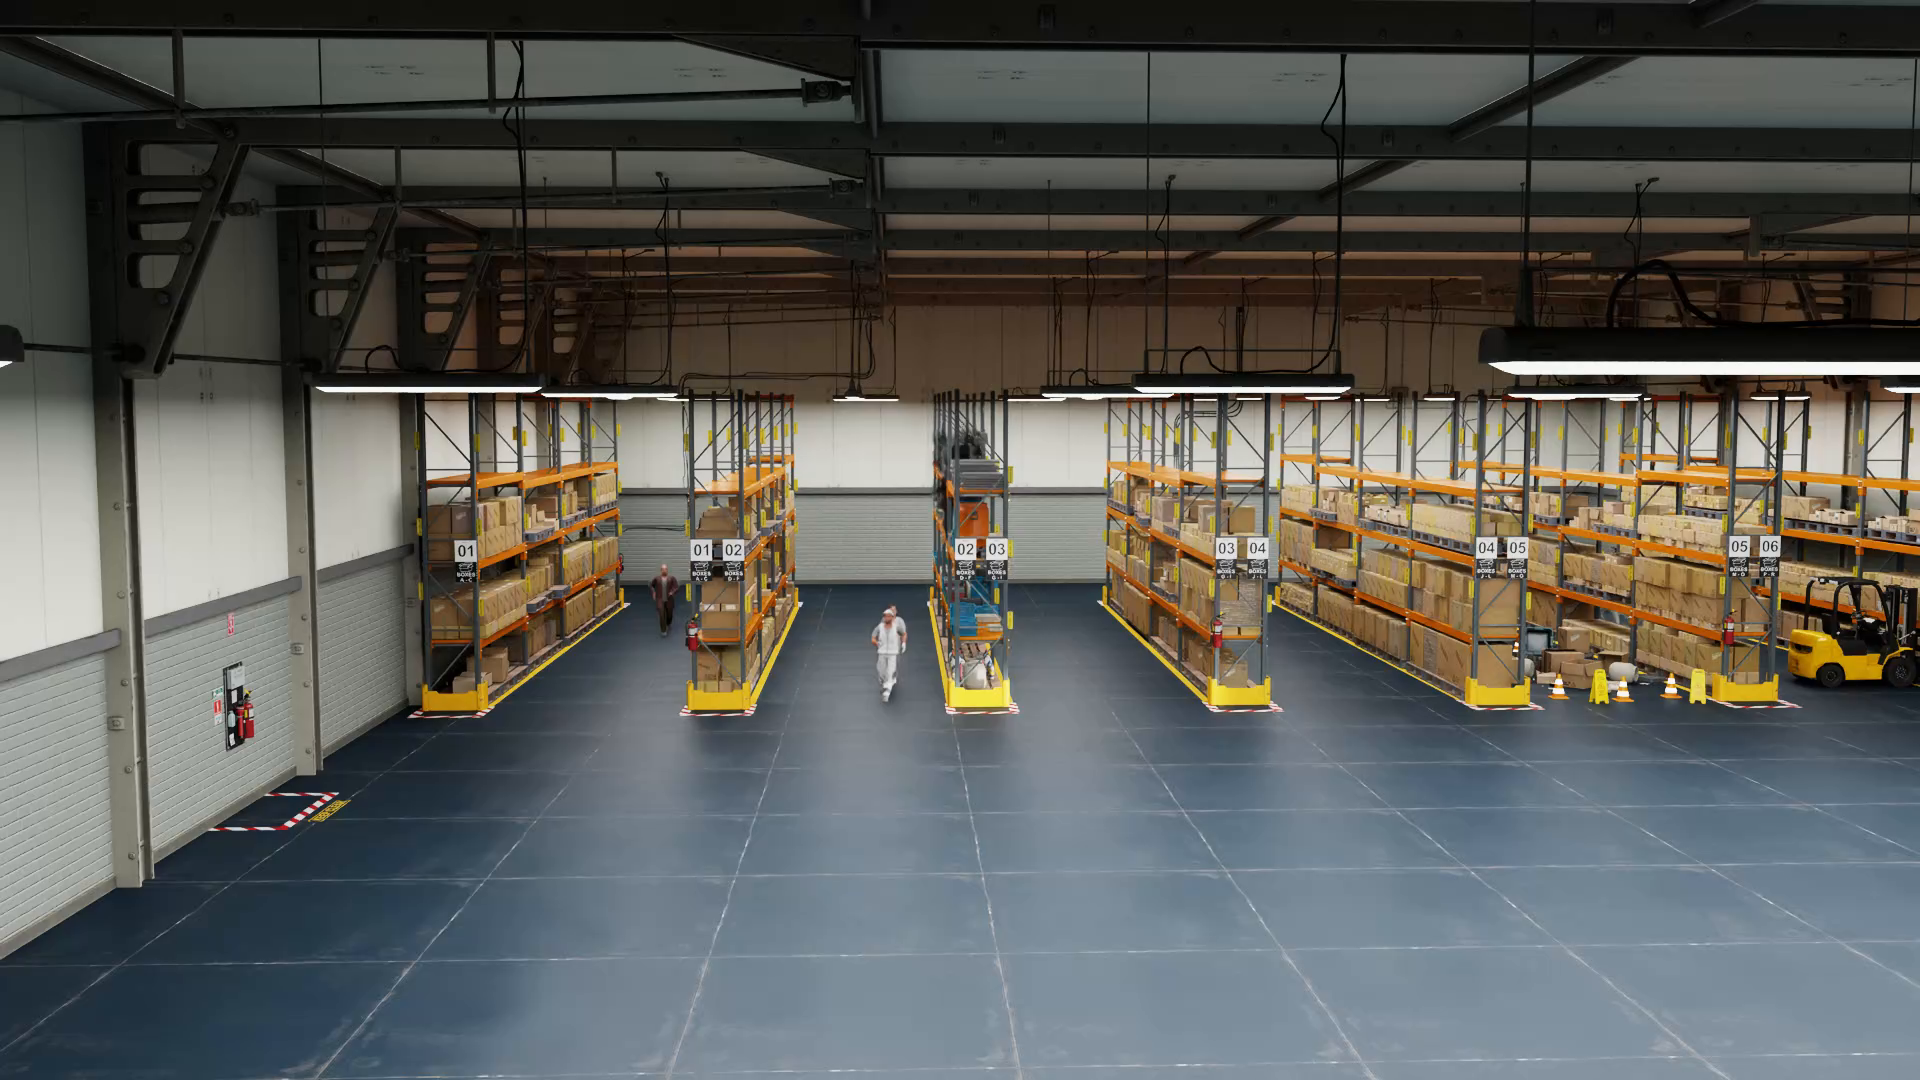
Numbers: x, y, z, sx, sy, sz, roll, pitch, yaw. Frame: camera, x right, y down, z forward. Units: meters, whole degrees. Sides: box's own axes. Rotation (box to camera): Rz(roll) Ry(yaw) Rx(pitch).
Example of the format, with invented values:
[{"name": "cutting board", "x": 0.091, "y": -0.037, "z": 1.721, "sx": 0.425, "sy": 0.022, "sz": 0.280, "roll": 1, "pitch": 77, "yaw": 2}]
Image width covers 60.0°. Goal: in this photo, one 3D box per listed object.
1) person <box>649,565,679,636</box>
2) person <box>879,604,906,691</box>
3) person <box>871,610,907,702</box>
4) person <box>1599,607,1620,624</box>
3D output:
[{"name": "person", "x": -7.334, "y": 1.494, "z": 41.224, "sx": 0.715, "sy": 1.735, "sz": 0.826, "roll": -1, "pitch": 5, "yaw": -10}, {"name": "person", "x": -1.371, "y": 2.139, "z": 33.546, "sx": 0.543, "sy": 1.710, "sz": 0.840, "roll": -1, "pitch": 5, "yaw": -7}, {"name": "person", "x": -1.390, "y": 2.224, "z": 32.181, "sx": 0.682, "sy": 1.745, "sz": 1.021, "roll": 0, "pitch": 5, "yaw": 3}, {"name": "person", "x": 16.614, "y": 1.422, "z": 42.705, "sx": 0.609, "sy": 1.711, "sz": 0.876, "roll": 0, "pitch": 5, "yaw": 1}]
